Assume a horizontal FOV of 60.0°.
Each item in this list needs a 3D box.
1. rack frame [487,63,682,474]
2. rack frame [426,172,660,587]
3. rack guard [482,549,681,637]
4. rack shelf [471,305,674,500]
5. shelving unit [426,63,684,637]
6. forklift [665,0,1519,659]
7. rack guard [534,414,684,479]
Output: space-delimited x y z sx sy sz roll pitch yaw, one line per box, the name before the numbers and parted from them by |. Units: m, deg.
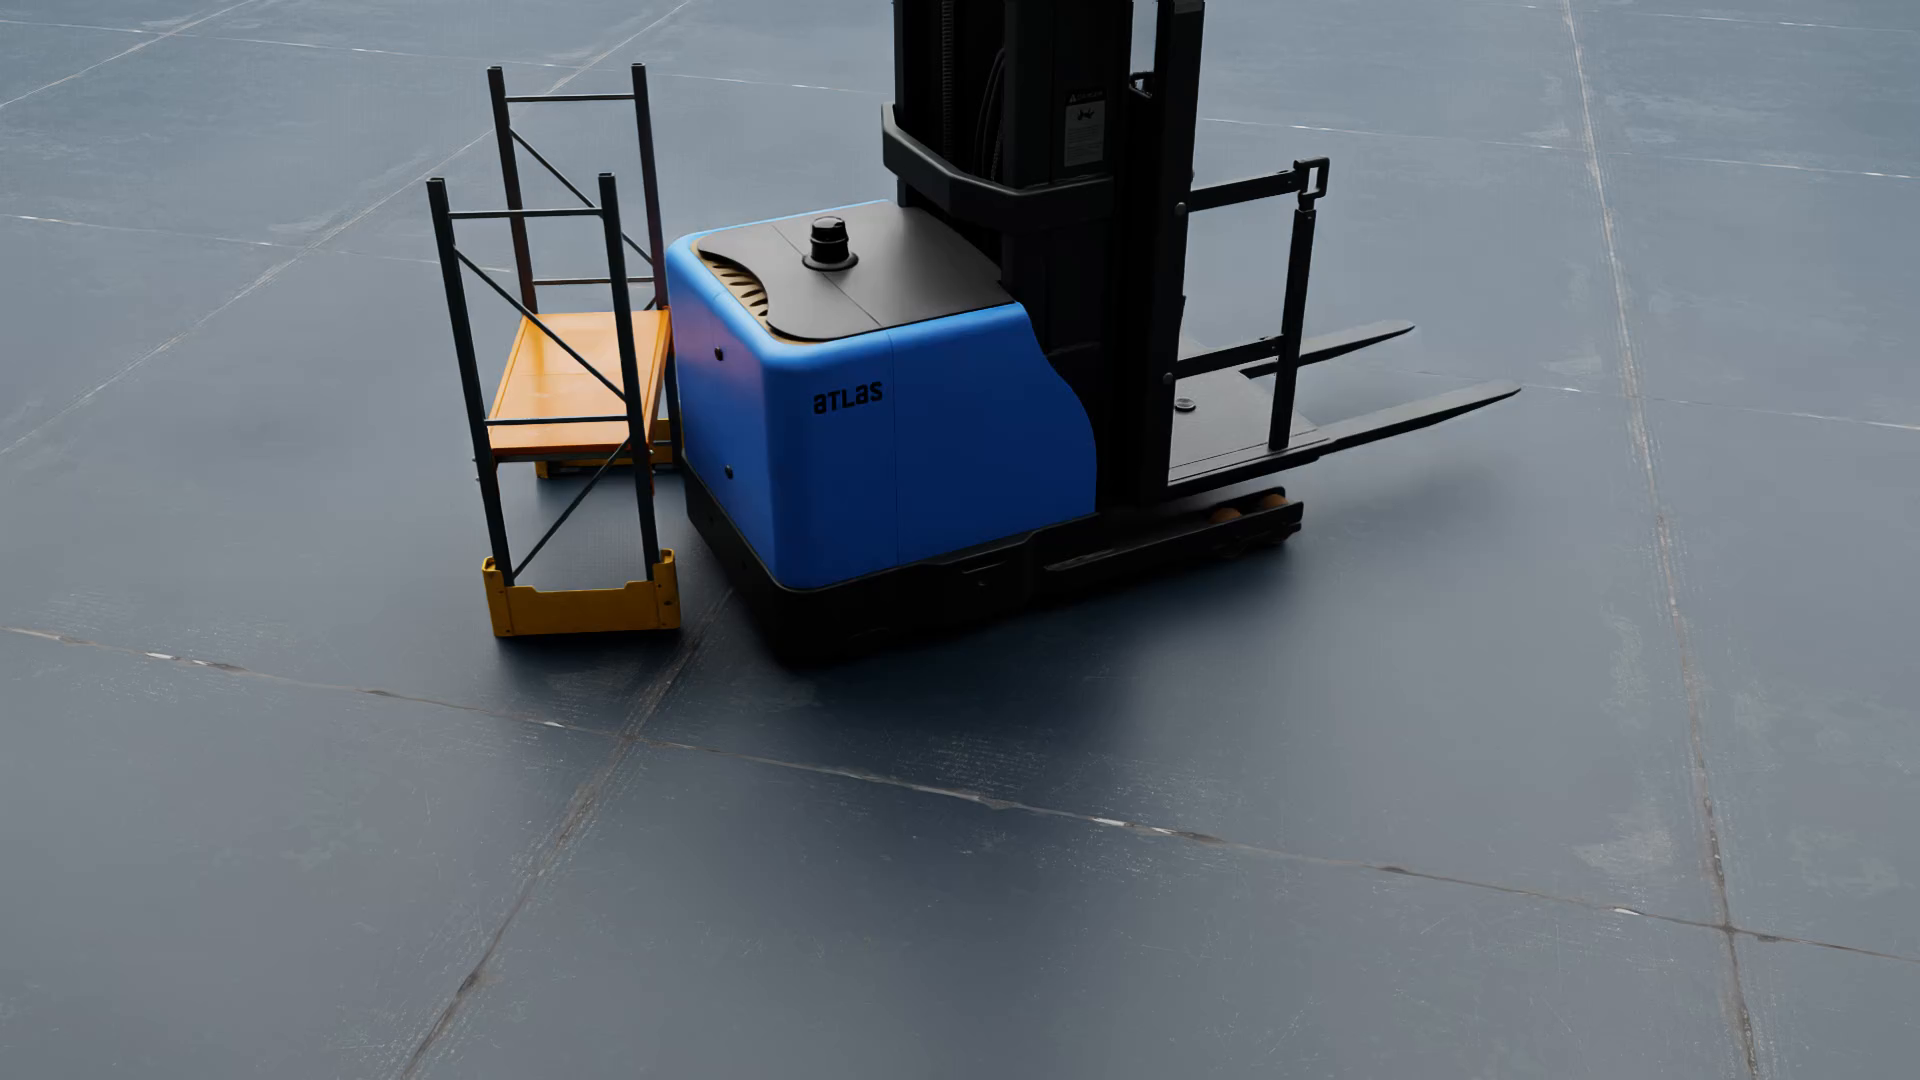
rack frame | -1.269 -0.893 5.757 0.500 1.500 0.032 -2 33 -4
rack frame | -1.189 -0.350 4.902 0.500 1.500 0.032 -2 33 -4
rack guard | -1.190 0.168 5.253 0.587 0.250 0.087 -2 33 -4
rack shelf | -1.229 -0.470 5.426 0.538 0.185 1.000 -2 33 -4
shelving unit | -1.229 -0.626 5.337 0.587 1.500 1.083 -2 33 -4
forklift | 0.603 -1.418 5.248 3.031 2.935 1.130 -15 36 -23
rack guard | -1.268 -0.365 6.091 0.587 0.250 0.087 -2 33 -4
